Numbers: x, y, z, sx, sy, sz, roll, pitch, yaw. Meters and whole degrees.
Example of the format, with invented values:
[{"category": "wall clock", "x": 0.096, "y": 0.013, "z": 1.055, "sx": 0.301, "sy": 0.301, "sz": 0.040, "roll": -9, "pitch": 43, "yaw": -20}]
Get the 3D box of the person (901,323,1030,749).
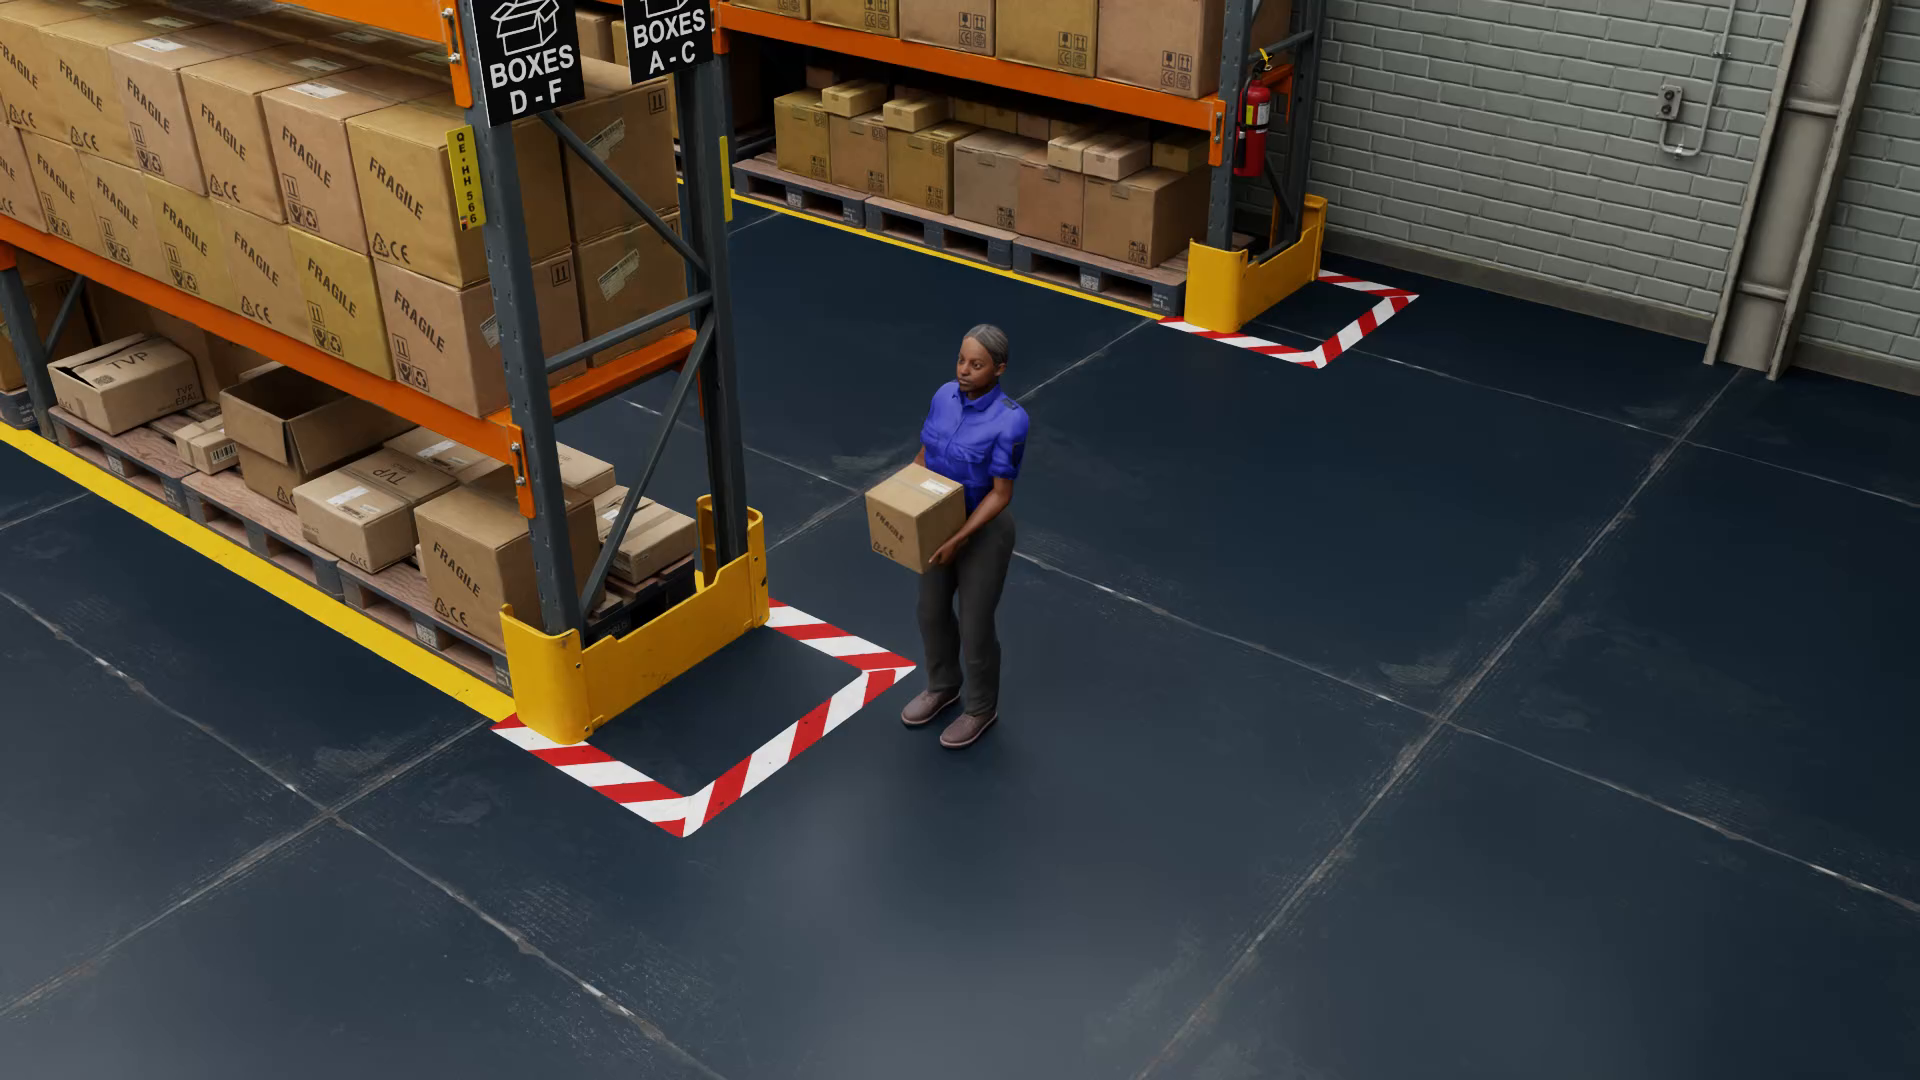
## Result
[{"category": "person", "x": -0.026, "y": 0.007, "z": 6.136, "sx": 0.449, "sy": 1.645, "sz": 0.520, "roll": 26, "pitch": 40, "yaw": 36}]
